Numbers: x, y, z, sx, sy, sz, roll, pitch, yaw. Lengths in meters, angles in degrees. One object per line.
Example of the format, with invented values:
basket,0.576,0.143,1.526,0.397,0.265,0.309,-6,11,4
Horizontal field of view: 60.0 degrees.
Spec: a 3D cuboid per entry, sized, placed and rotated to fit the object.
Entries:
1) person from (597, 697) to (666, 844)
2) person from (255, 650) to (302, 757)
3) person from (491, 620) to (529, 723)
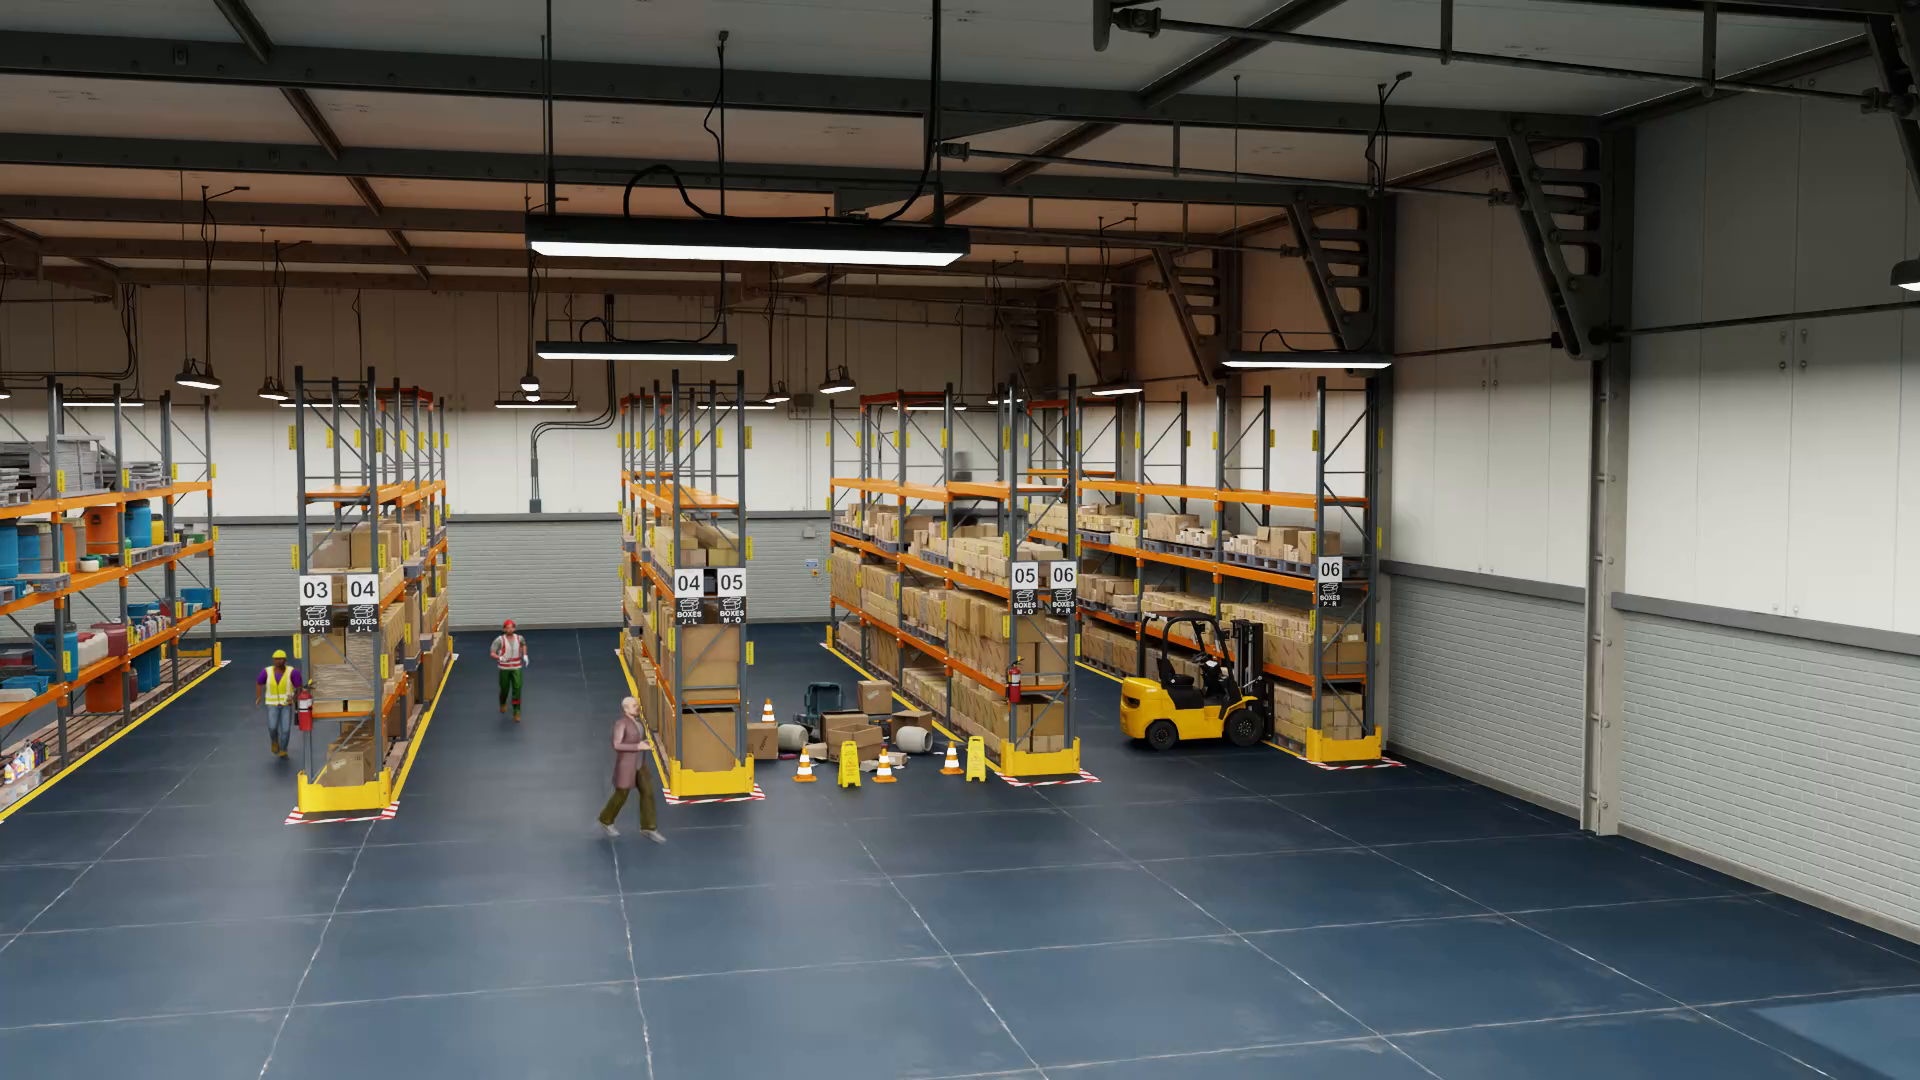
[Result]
person,-4.143,2.859,20.742,0.946,1.823,0.696,2,4,27
person,-10.691,2.579,26.095,0.691,1.710,0.649,-1,4,-19
person,-8.058,2.317,29.778,0.676,1.795,0.972,-2,4,-28
